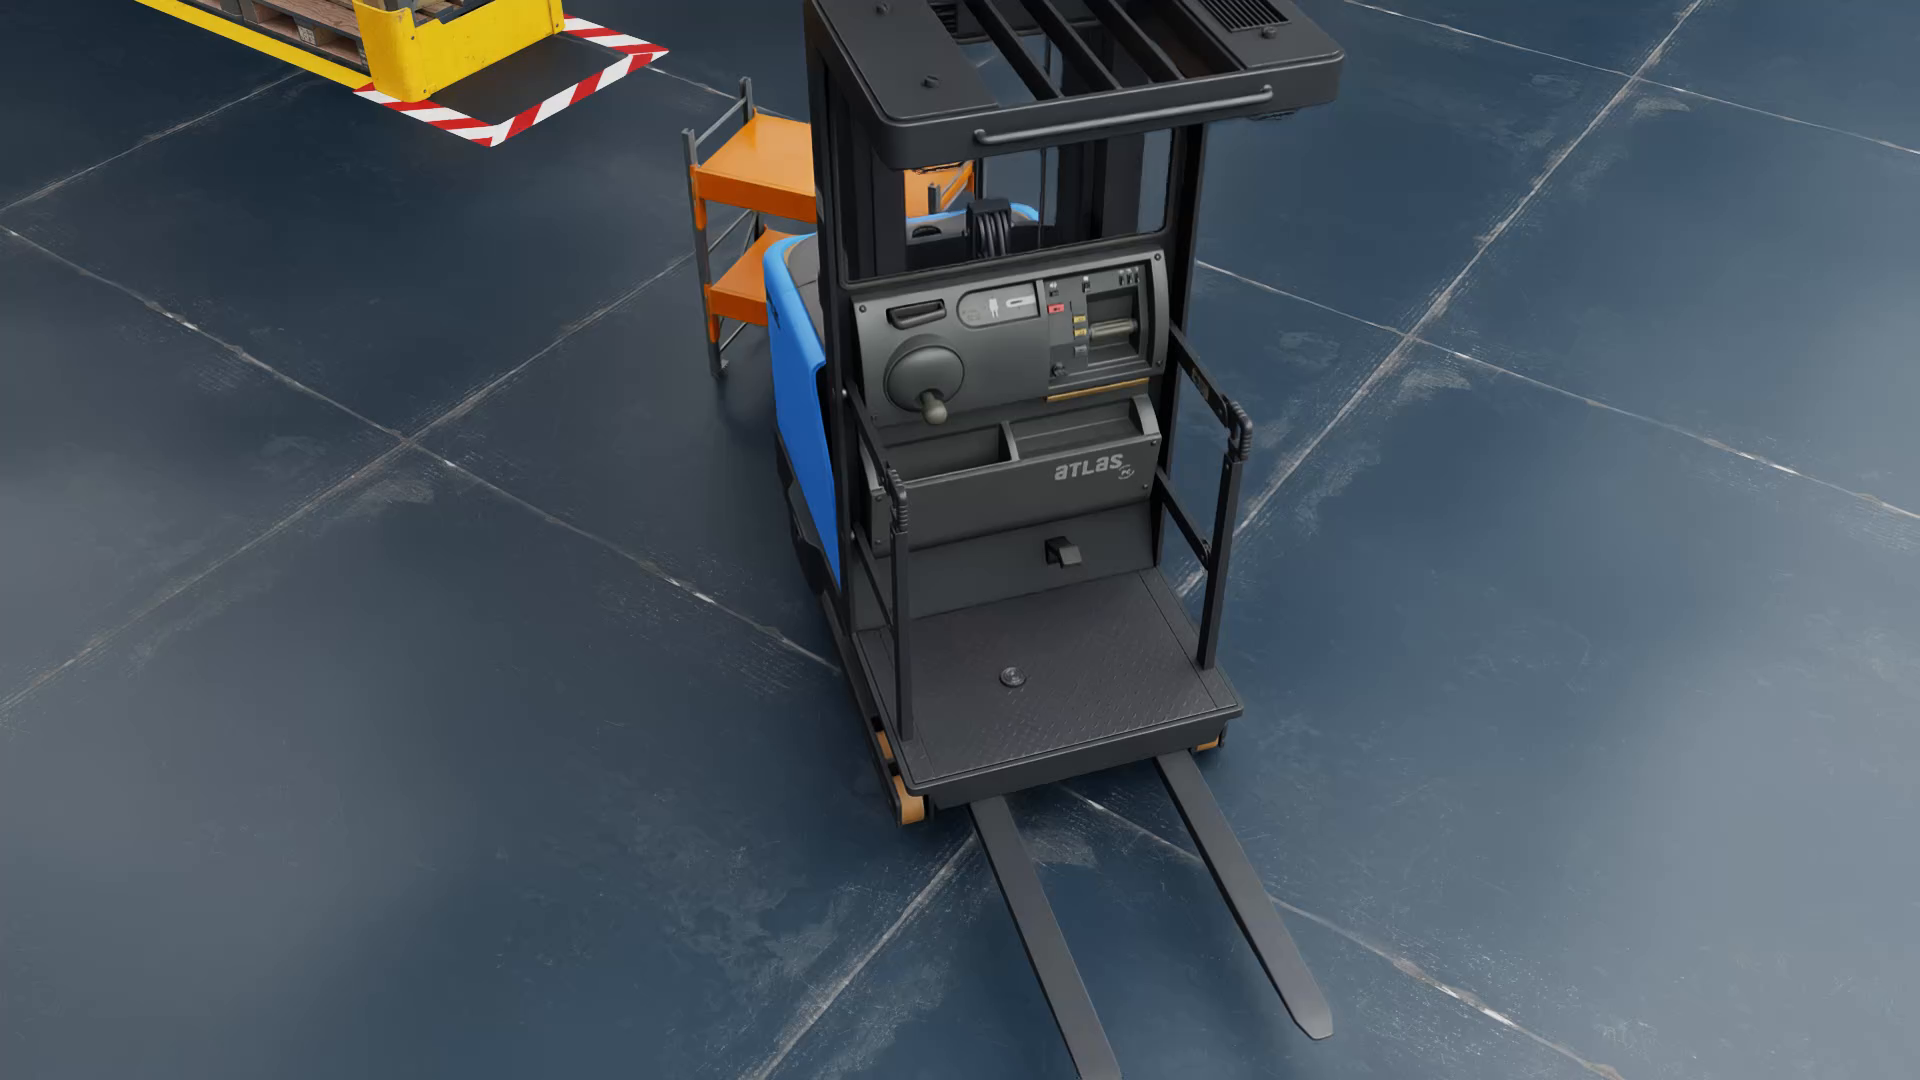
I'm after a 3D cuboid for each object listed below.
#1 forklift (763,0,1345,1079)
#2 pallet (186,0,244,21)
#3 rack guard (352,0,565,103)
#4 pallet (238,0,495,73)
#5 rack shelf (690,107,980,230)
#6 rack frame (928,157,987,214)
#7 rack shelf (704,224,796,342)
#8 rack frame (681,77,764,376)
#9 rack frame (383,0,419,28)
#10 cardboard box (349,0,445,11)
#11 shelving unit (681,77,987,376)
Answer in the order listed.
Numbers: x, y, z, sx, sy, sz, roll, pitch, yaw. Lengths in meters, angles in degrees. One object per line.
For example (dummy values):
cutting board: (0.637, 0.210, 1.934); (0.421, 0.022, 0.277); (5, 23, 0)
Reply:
forklift: (0.224, -0.501, 4.612); (1.130, 2.935, 3.031); (-12, 43, -13)
pallet: (-4.354, -3.571, 10.083); (1.213, 0.211, 1.003); (25, 48, 25)
rack guard: (-2.714, -2.881, 9.095); (0.348, 0.500, 1.175); (25, 48, 25)
pallet: (-3.359, -3.104, 9.560); (1.213, 0.211, 1.003); (25, 48, 25)
rack shelf: (-0.475, -1.357, 6.484); (1.000, 0.278, 0.538); (16, 44, 17)
rack frame: (-0.006, -1.007, 6.532); (0.032, 1.125, 0.500); (16, 44, 17)
rack shelf: (-0.475, -0.956, 6.842); (1.000, 0.278, 0.538); (16, 44, 17)
rack frame: (-0.943, -1.270, 6.825); (0.032, 1.125, 0.500); (16, 44, 17)
rack frame: (-2.652, -3.784, 8.229); (0.127, 3.000, 1.000); (25, 48, 25)
cardboard box: (-3.154, -3.257, 9.200); (0.500, 0.500, 0.500); (-33, 51, -31)
shelving unit: (-0.475, -1.138, 6.679); (1.048, 1.125, 0.538); (16, 44, 17)
